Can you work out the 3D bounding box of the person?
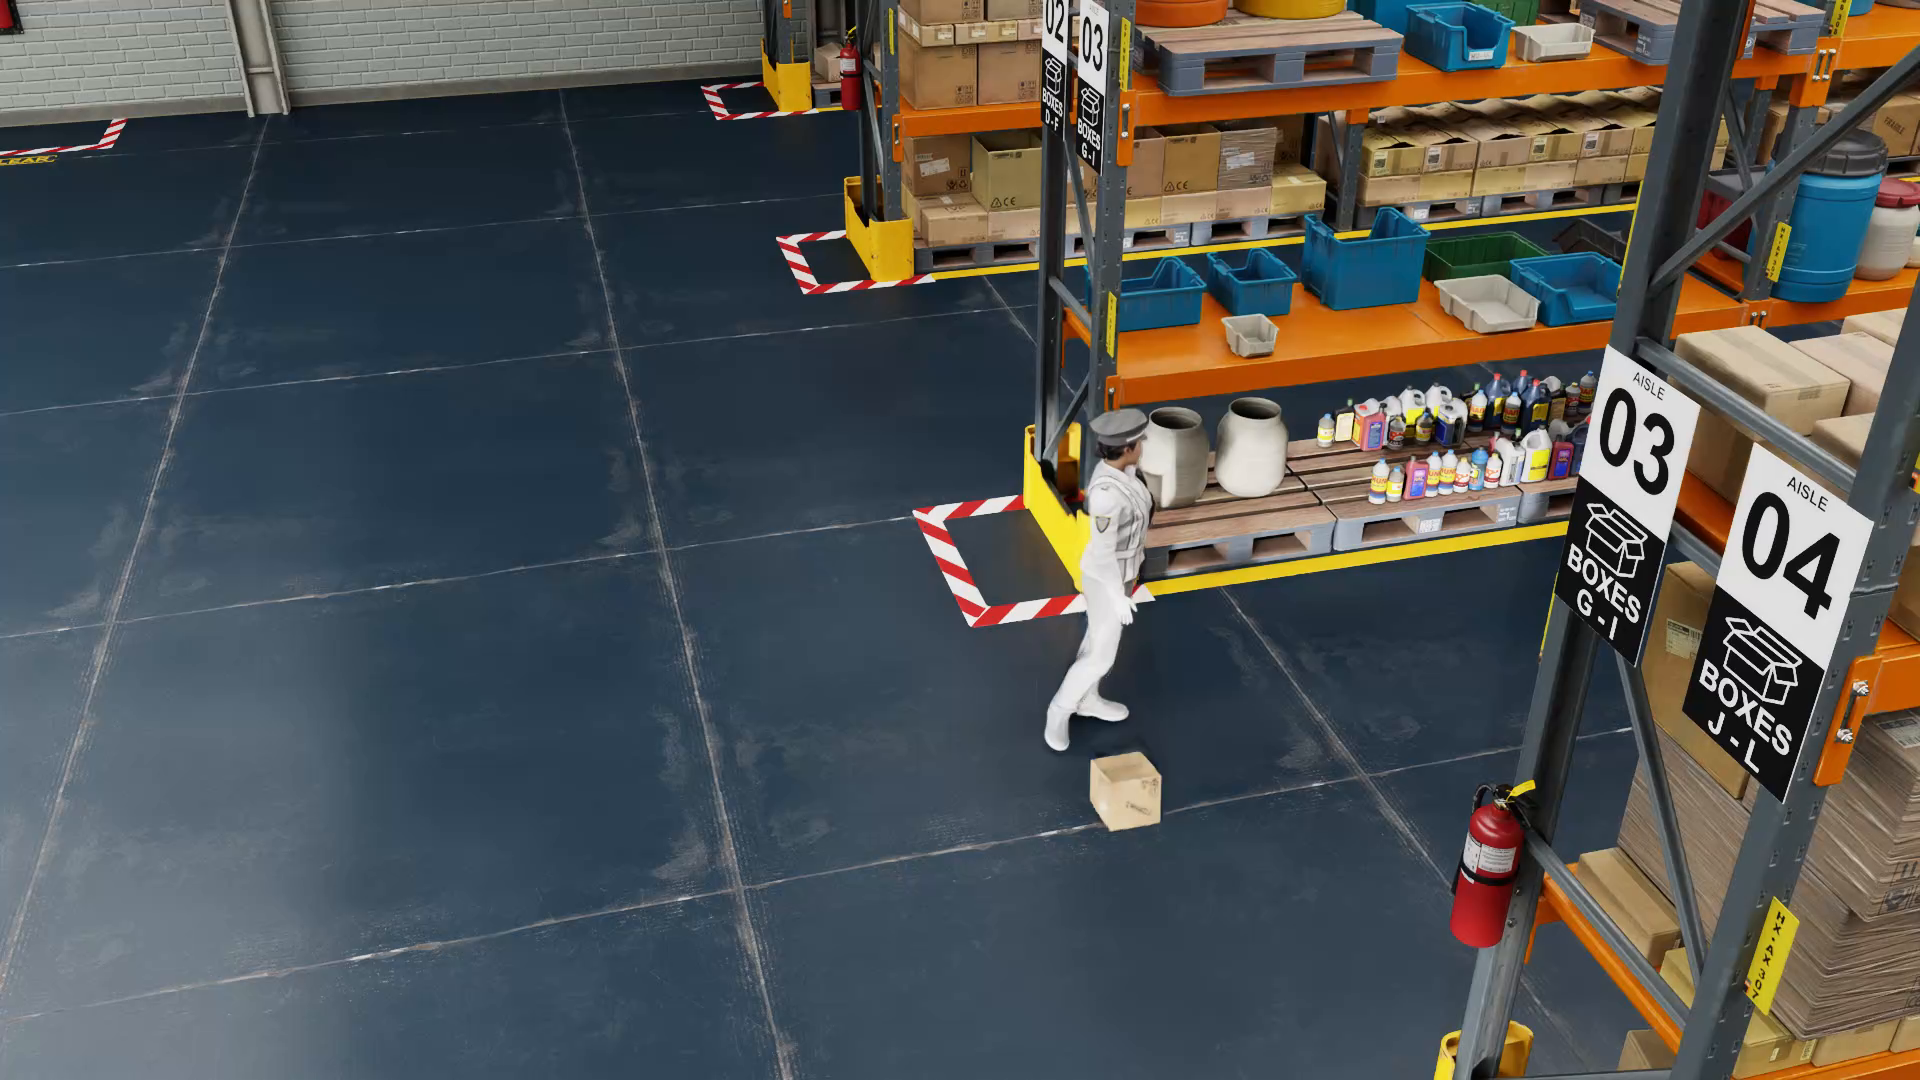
[{"bbox_3d":[0.662,0.185,7.878,0.424,1.661,0.637,9,32,15],"label":"person"}]
